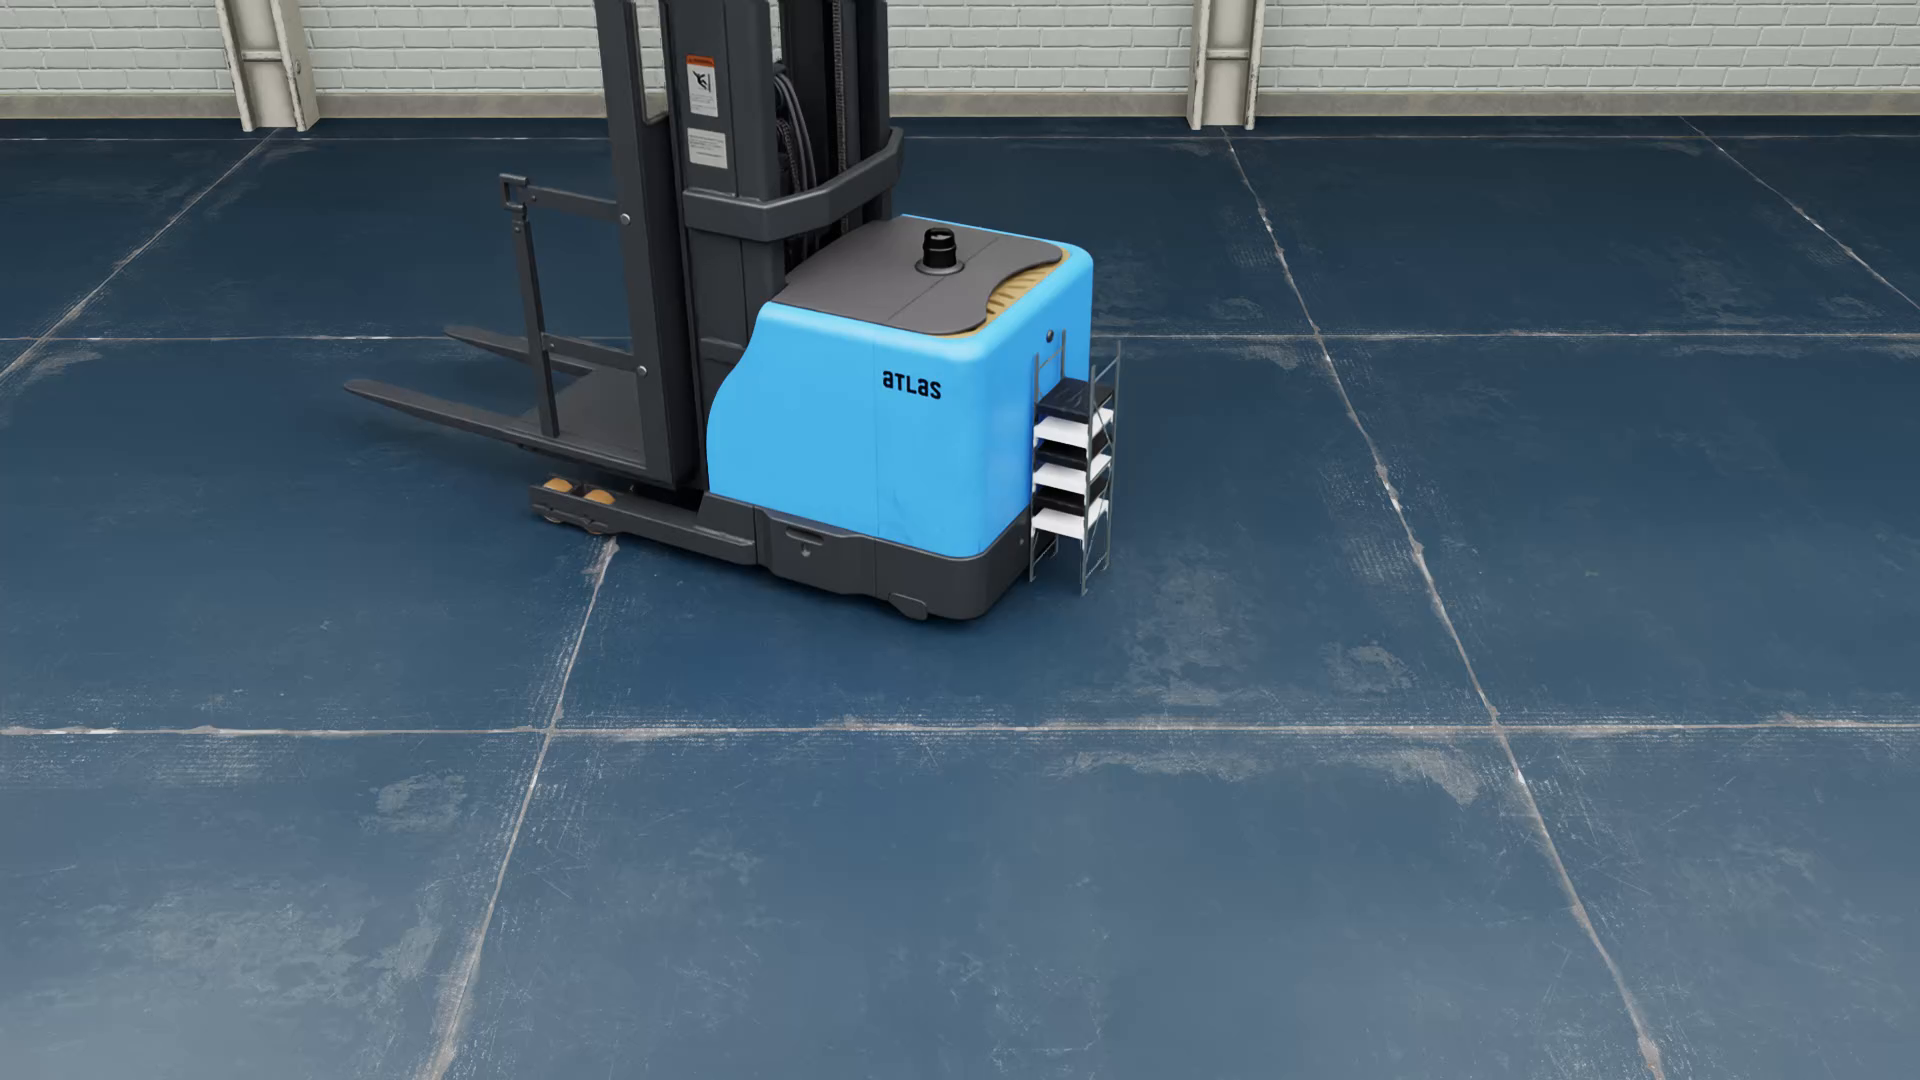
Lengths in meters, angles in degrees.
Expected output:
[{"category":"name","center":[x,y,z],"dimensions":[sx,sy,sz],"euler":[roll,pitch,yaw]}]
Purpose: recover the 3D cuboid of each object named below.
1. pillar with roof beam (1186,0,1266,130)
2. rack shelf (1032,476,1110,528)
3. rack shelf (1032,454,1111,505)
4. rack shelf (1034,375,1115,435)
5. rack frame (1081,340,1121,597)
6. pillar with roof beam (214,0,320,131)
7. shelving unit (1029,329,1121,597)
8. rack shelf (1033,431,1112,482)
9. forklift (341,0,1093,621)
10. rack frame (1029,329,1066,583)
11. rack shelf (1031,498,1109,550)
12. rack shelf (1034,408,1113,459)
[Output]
[{"category":"pillar with roof beam","center":[1.692,-4.297,4.657],"dimensions":[0.400,9.000,9.100],"euler":[0,31,0]},{"category":"rack shelf","center":[0.398,-0.156,5.877],"dimensions":[0.200,0.077,0.258],"euler":[15,34,23]},{"category":"rack shelf","center":[0.398,-0.233,5.830],"dimensions":[0.200,0.077,0.258],"euler":[15,34,23]},{"category":"rack shelf","center":[0.398,-0.464,5.690],"dimensions":[0.200,0.077,0.258],"euler":[15,34,23]},{"category":"rack frame","center":[0.488,-0.237,5.774],"dimensions":[0.006,0.900,0.240],"euler":[15,34,23]},{"category":"pillar with roof beam","center":[-4.308,-4.278,4.626],"dimensions":[0.400,9.000,9.100],"euler":[0,31,0]},{"category":"shelving unit","center":[0.398,-0.261,5.813],"dimensions":[0.210,0.900,0.258],"euler":[15,34,23]},{"category":"rack shelf","center":[0.398,-0.310,5.784],"dimensions":[0.200,0.077,0.258],"euler":[15,34,23]},{"category":"forklift","center":[-1.063,-1.500,5.897],"dimensions":[3.031,2.935,1.130],"euler":[15,34,23]},{"category":"rack frame","center":[0.307,-0.285,5.853],"dimensions":[0.006,0.900,0.240],"euler":[15,34,23]},{"category":"rack shelf","center":[0.398,-0.079,5.924],"dimensions":[0.200,0.077,0.258],"euler":[15,34,23]},{"category":"rack shelf","center":[0.398,-0.387,5.737],"dimensions":[0.200,0.077,0.258],"euler":[15,34,23]}]
